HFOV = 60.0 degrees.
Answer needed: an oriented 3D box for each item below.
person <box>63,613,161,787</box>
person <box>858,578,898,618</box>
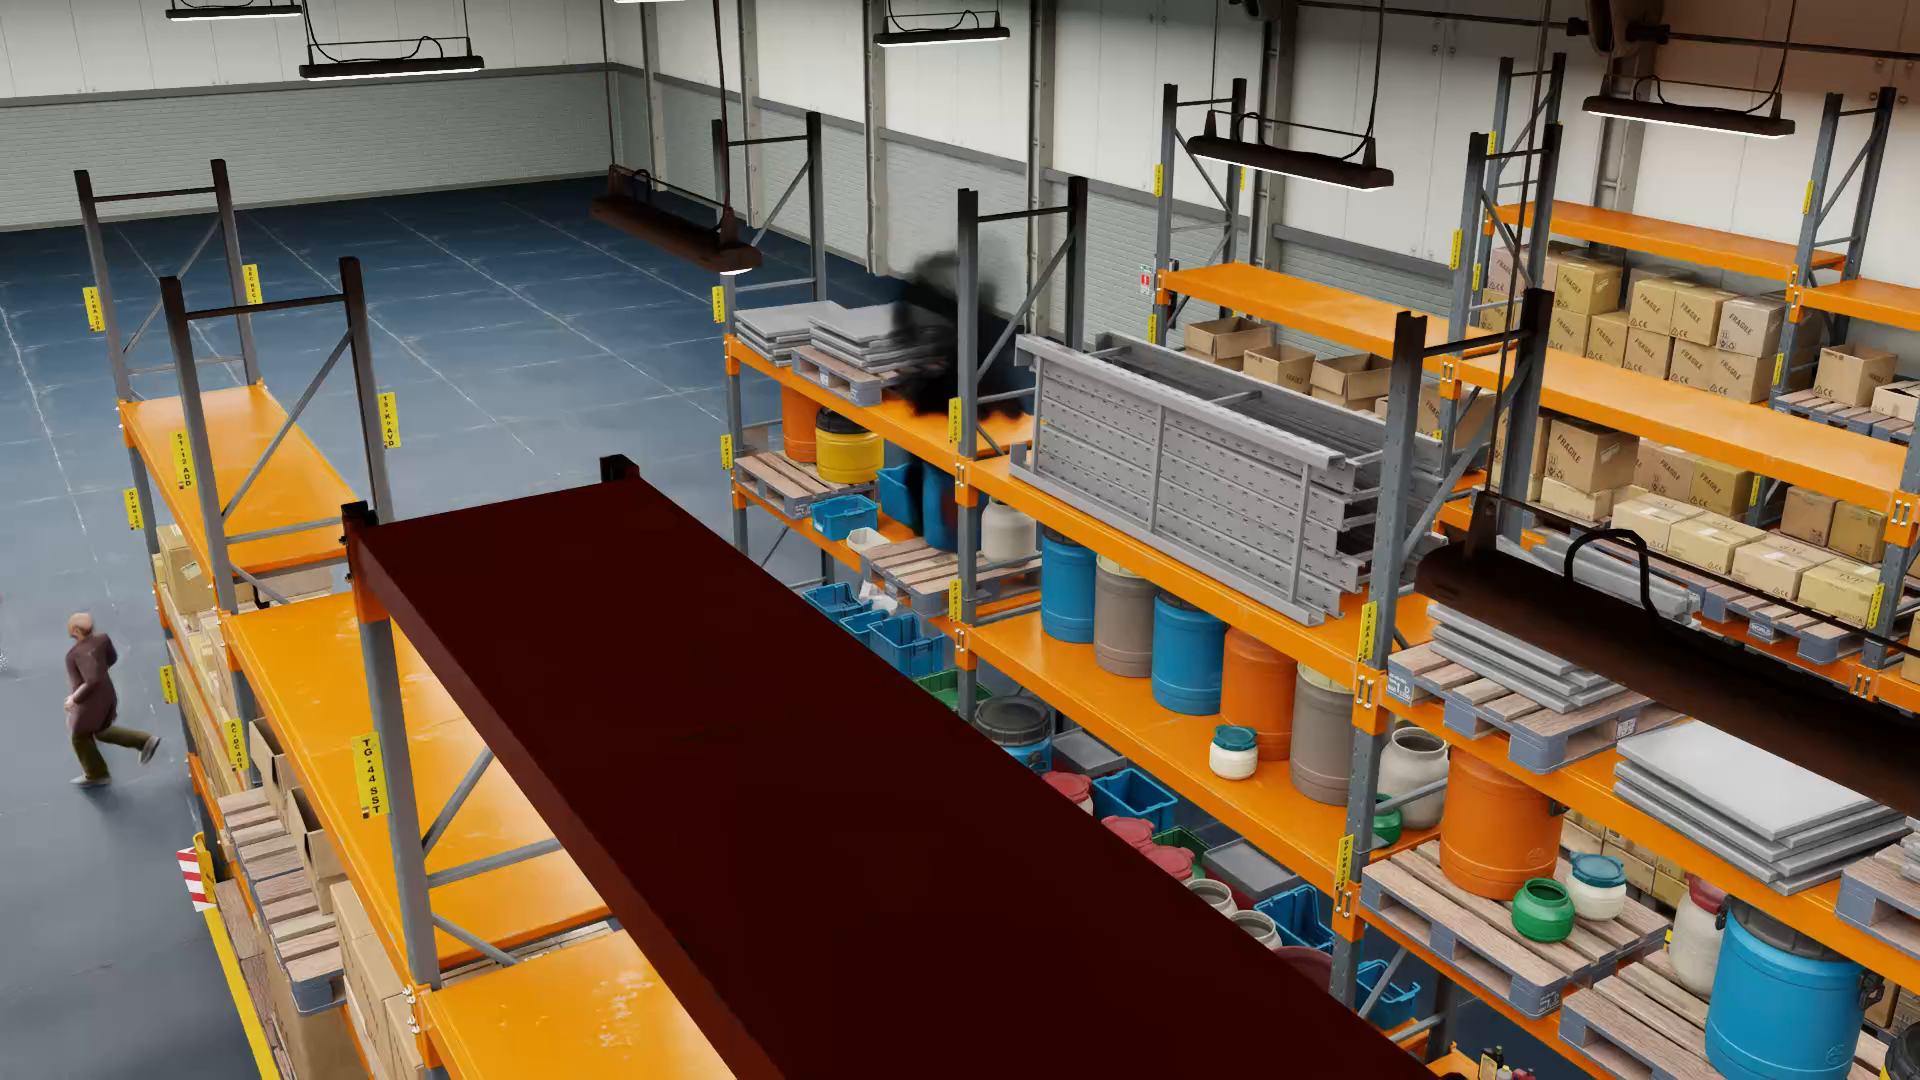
[{"bbox_3d":[-7.945,1.486,15.368,0.861,1.761,0.721,-1,22,-3],"label":"person"},{"bbox_3d":[-0.835,0.709,17.438,0.652,1.667,0.502,-18,28,-38],"label":"person"}]
